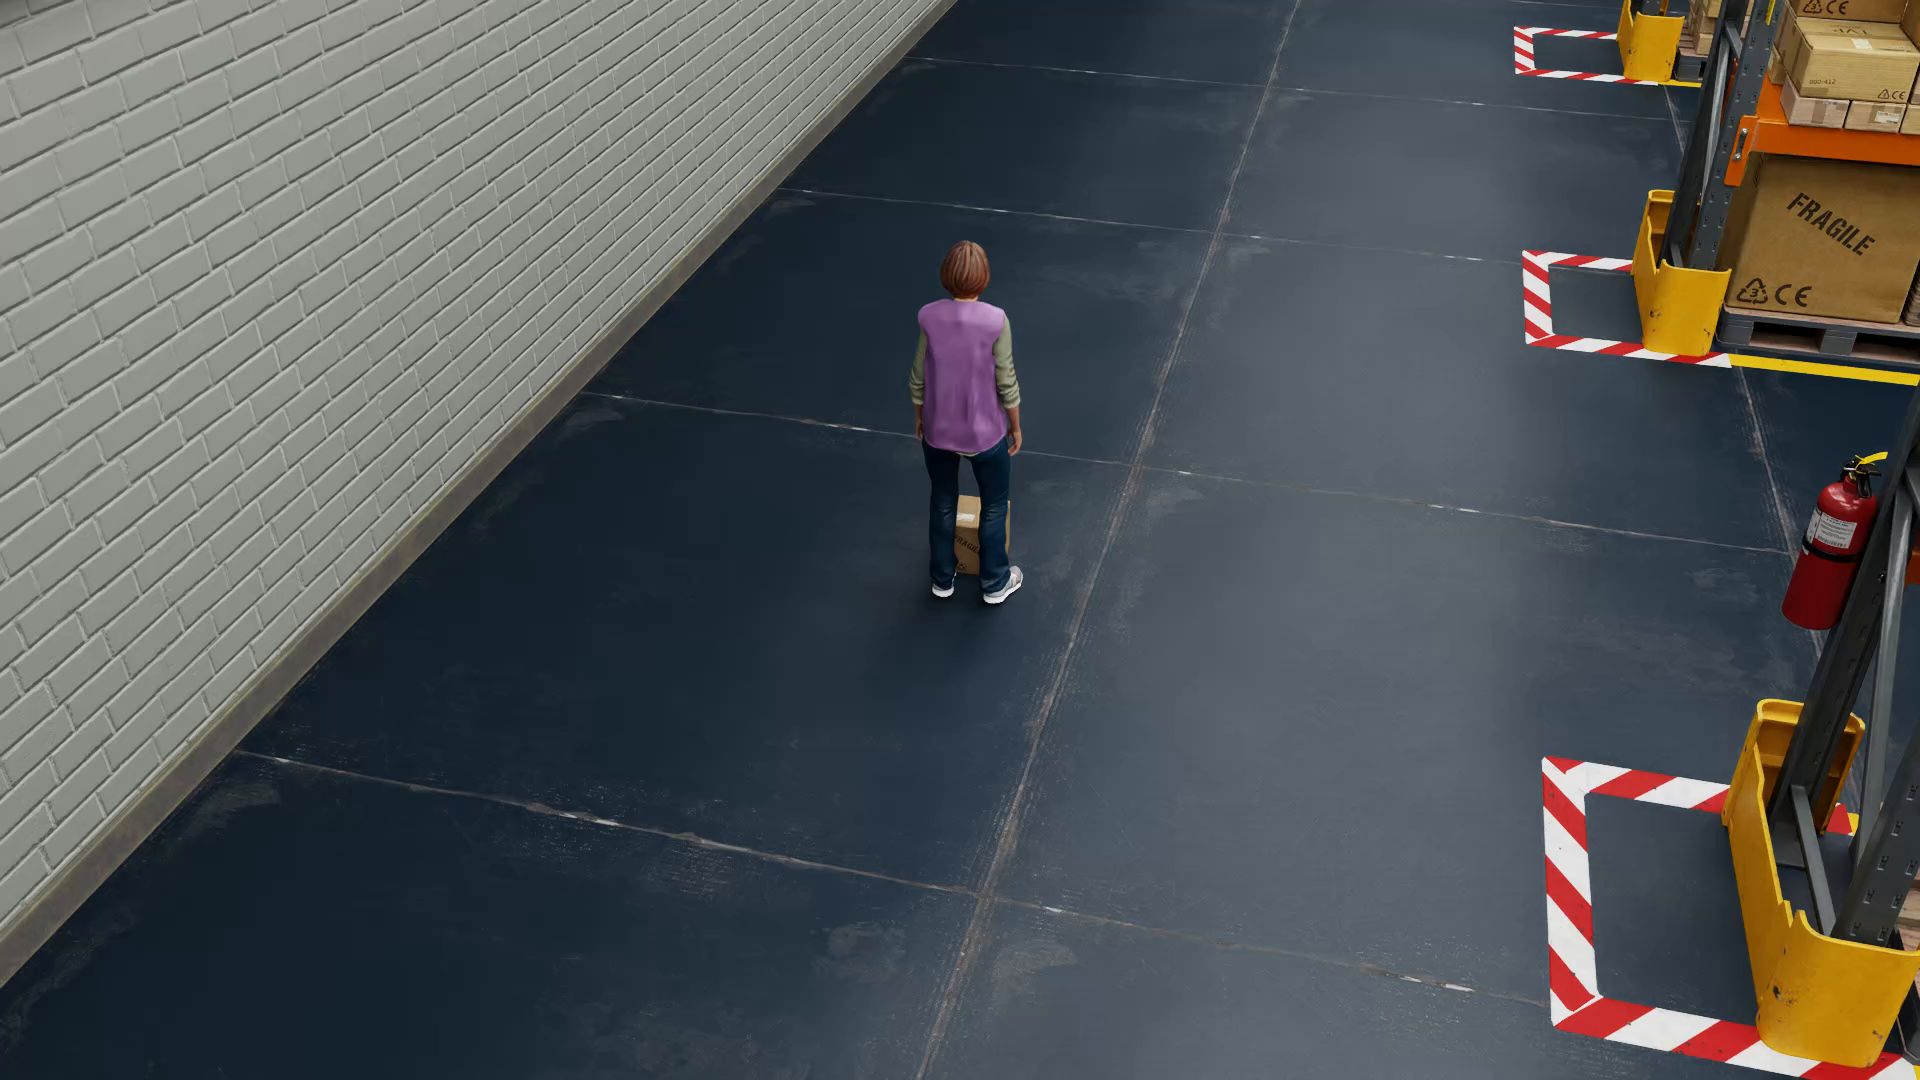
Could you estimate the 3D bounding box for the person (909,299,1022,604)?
[{"bbox_3d":[0.022,-0.364,6.887,0.460,1.392,0.338,8,34,13],"label":"person"}]
